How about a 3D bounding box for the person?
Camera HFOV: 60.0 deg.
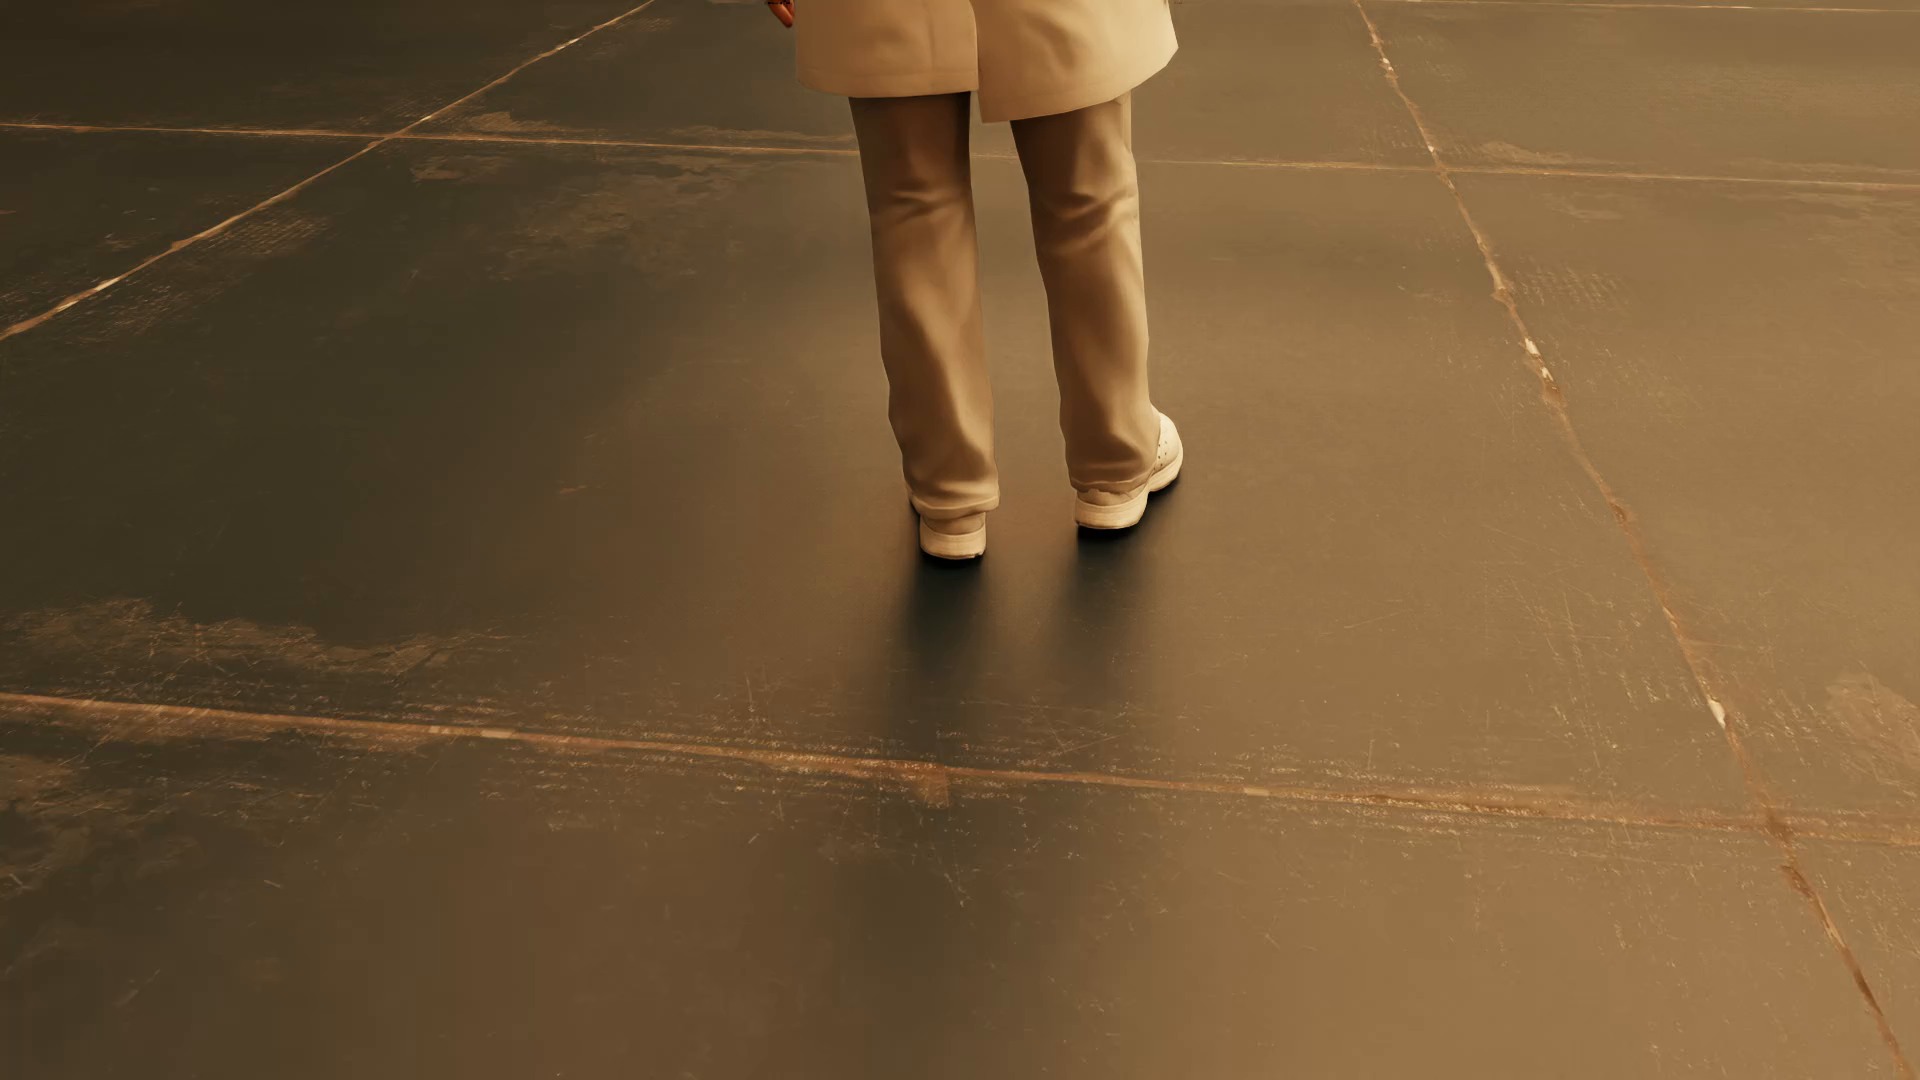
[{"bbox_3d":[0.016,-0.842,2.181,0.696,1.777,0.578,3,27,7],"label":"person"}]
